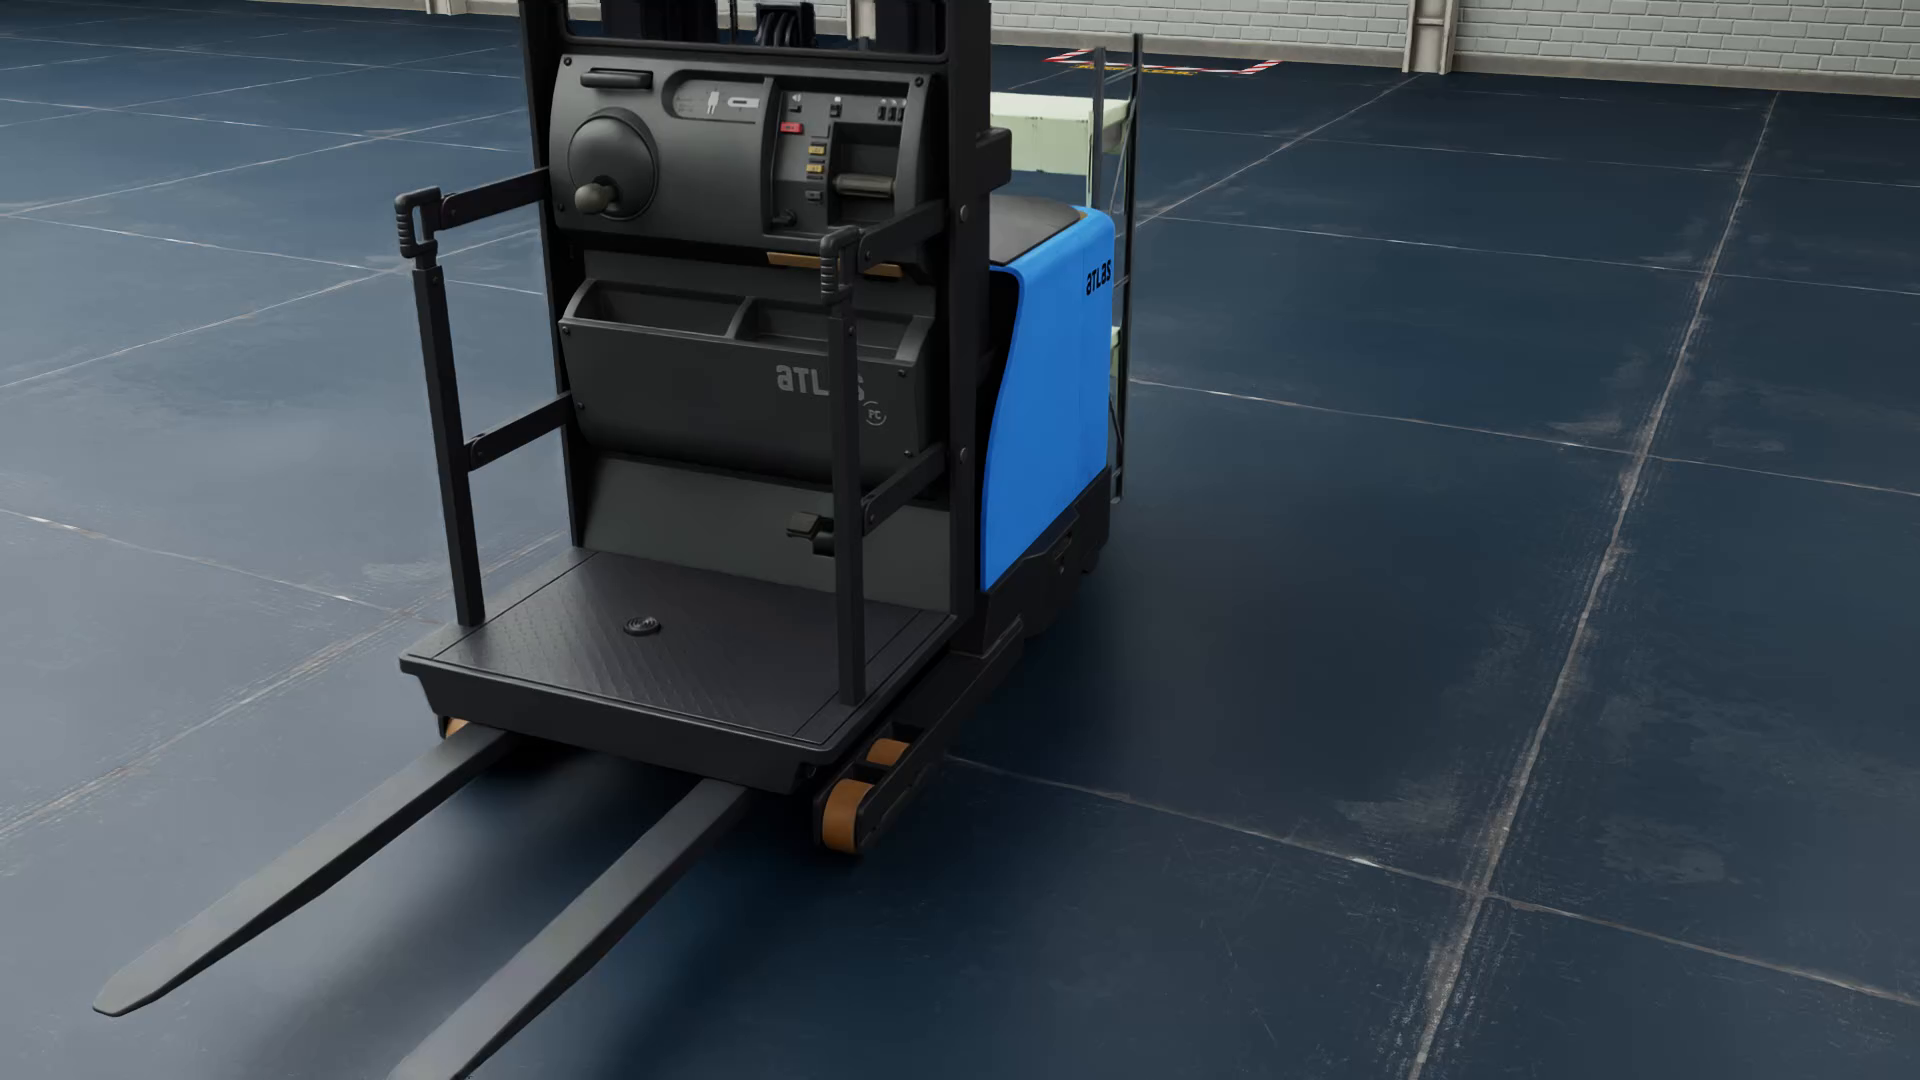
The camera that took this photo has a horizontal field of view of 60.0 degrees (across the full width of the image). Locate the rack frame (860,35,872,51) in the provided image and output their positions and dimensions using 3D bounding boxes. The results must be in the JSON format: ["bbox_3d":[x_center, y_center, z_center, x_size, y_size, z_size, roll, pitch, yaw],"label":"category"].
[{"bbox_3d":[-0.211,-0.876,5.393,0.023,1.500,0.400,9,25,21],"label":"rack frame"}]

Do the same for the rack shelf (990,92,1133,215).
[{"bbox_3d":[0.127,-1.179,5.110,0.720,0.370,0.431,9,25,21],"label":"rack shelf"}]

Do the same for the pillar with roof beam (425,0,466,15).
[{"bbox_3d":[-8.278,-9.148,15.263,0.400,9.000,9.100,11,25,25],"label":"pillar with roof beam"}]

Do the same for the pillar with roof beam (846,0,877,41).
[{"bbox_3d":[-2.923,-8.089,12.772,0.400,9.000,9.100,11,25,25],"label":"pillar with roof beam"}]

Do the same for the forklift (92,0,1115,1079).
[{"bbox_3d":[-0.582,-0.848,3.499,1.130,2.935,3.031,9,25,21],"label":"forklift"}]

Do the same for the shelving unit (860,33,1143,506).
[{"bbox_3d":[0.127,-0.820,5.262,0.755,1.500,0.431,9,25,21],"label":"shelving unit"}]

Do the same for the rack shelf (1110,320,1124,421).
[{"bbox_3d":[0.127,-0.520,5.390,0.720,0.370,0.431,9,25,21],"label":"rack shelf"}]

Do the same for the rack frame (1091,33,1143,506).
[{"bbox_3d":[0.465,-0.765,5.132,0.023,1.500,0.400,9,25,21],"label":"rack frame"}]

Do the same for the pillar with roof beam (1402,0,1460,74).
[{"bbox_3d":[2.431,-7.029,10.280,0.400,9.000,9.100,11,25,25],"label":"pillar with roof beam"}]
